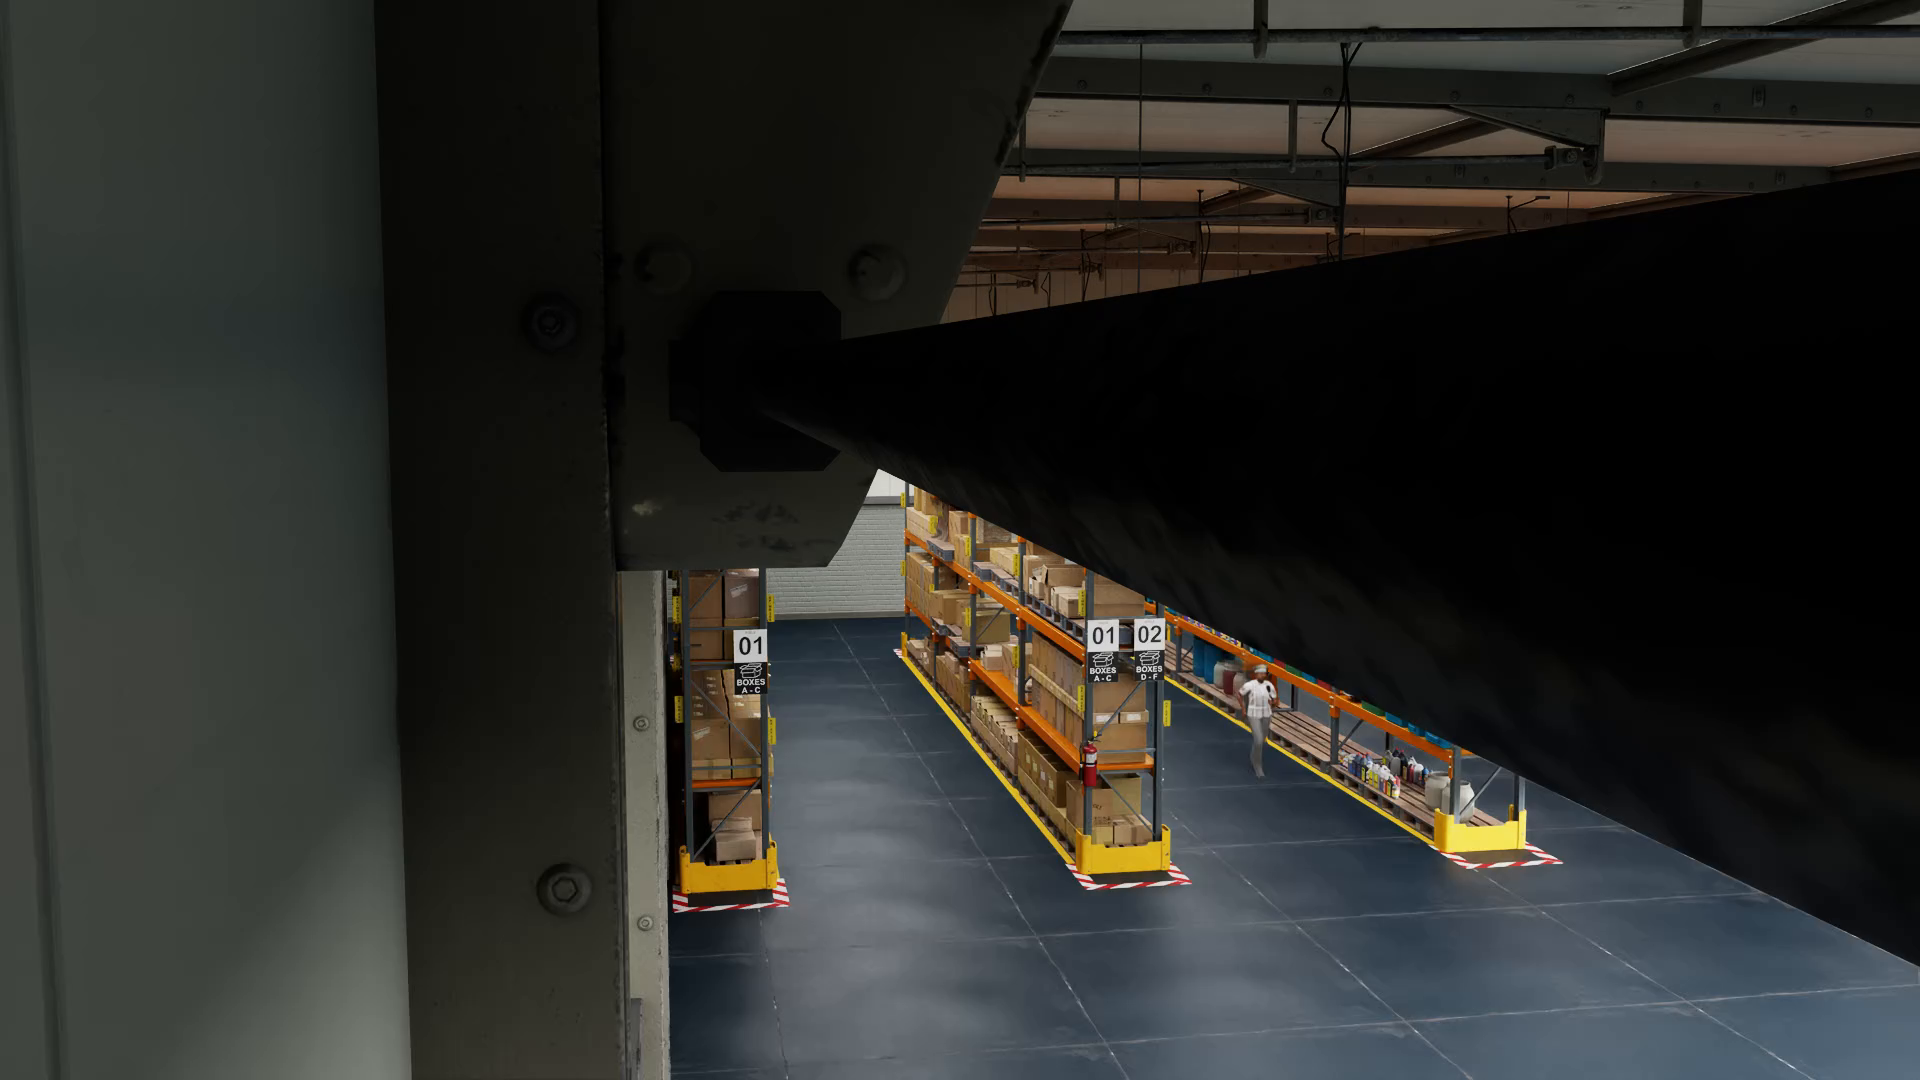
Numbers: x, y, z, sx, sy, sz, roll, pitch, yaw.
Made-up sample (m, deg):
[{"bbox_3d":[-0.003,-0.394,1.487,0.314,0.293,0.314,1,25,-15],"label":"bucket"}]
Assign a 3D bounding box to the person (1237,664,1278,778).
[{"bbox_3d":[4.669,2.797,25.982,0.547,1.756,0.759,-2,6,-17],"label":"person"}]
